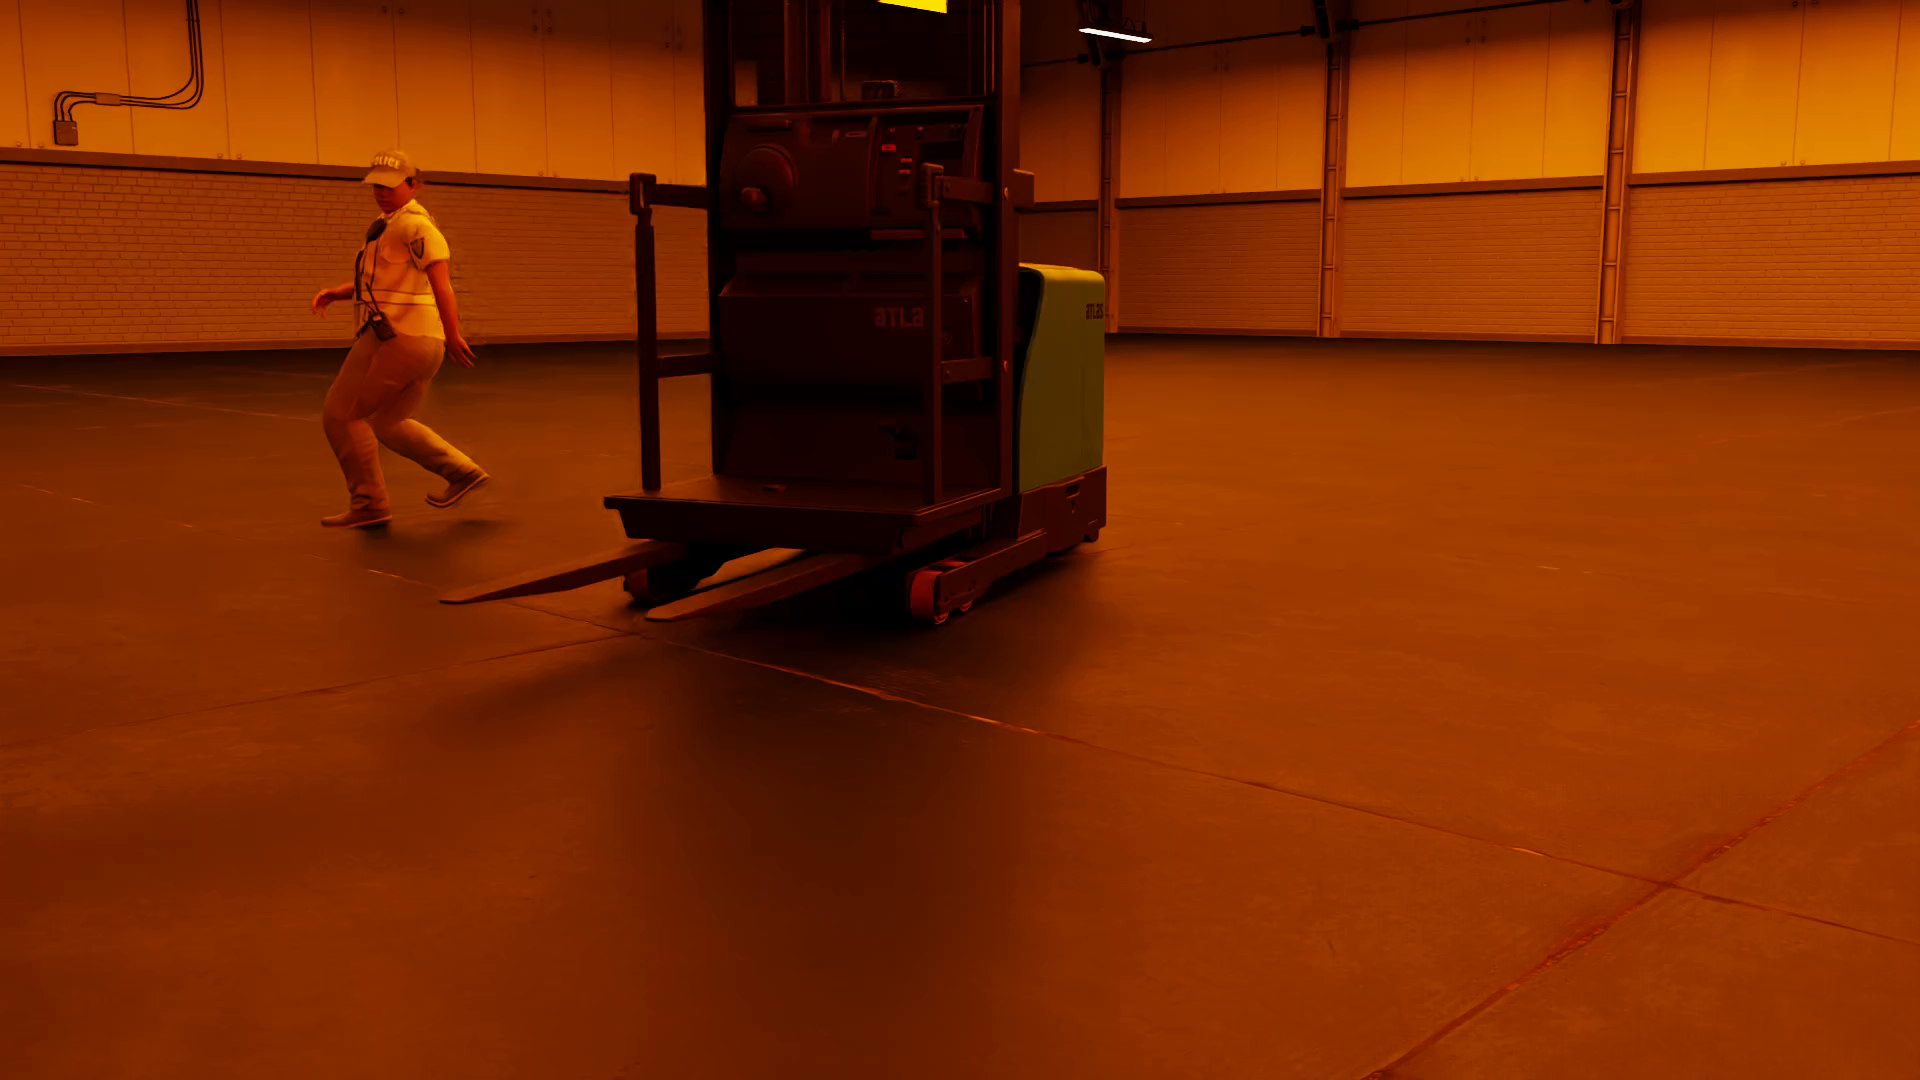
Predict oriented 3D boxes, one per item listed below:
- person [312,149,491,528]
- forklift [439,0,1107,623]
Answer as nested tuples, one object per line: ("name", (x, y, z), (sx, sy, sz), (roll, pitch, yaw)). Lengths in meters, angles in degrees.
("person", (-2.384, -0.845, 7.068), (0.717, 1.595, 0.561), (-1, 9, -6))
("forklift", (-0.442, -1.266, 5.280), (1.130, 2.935, 3.031), (3, 9, 22))
